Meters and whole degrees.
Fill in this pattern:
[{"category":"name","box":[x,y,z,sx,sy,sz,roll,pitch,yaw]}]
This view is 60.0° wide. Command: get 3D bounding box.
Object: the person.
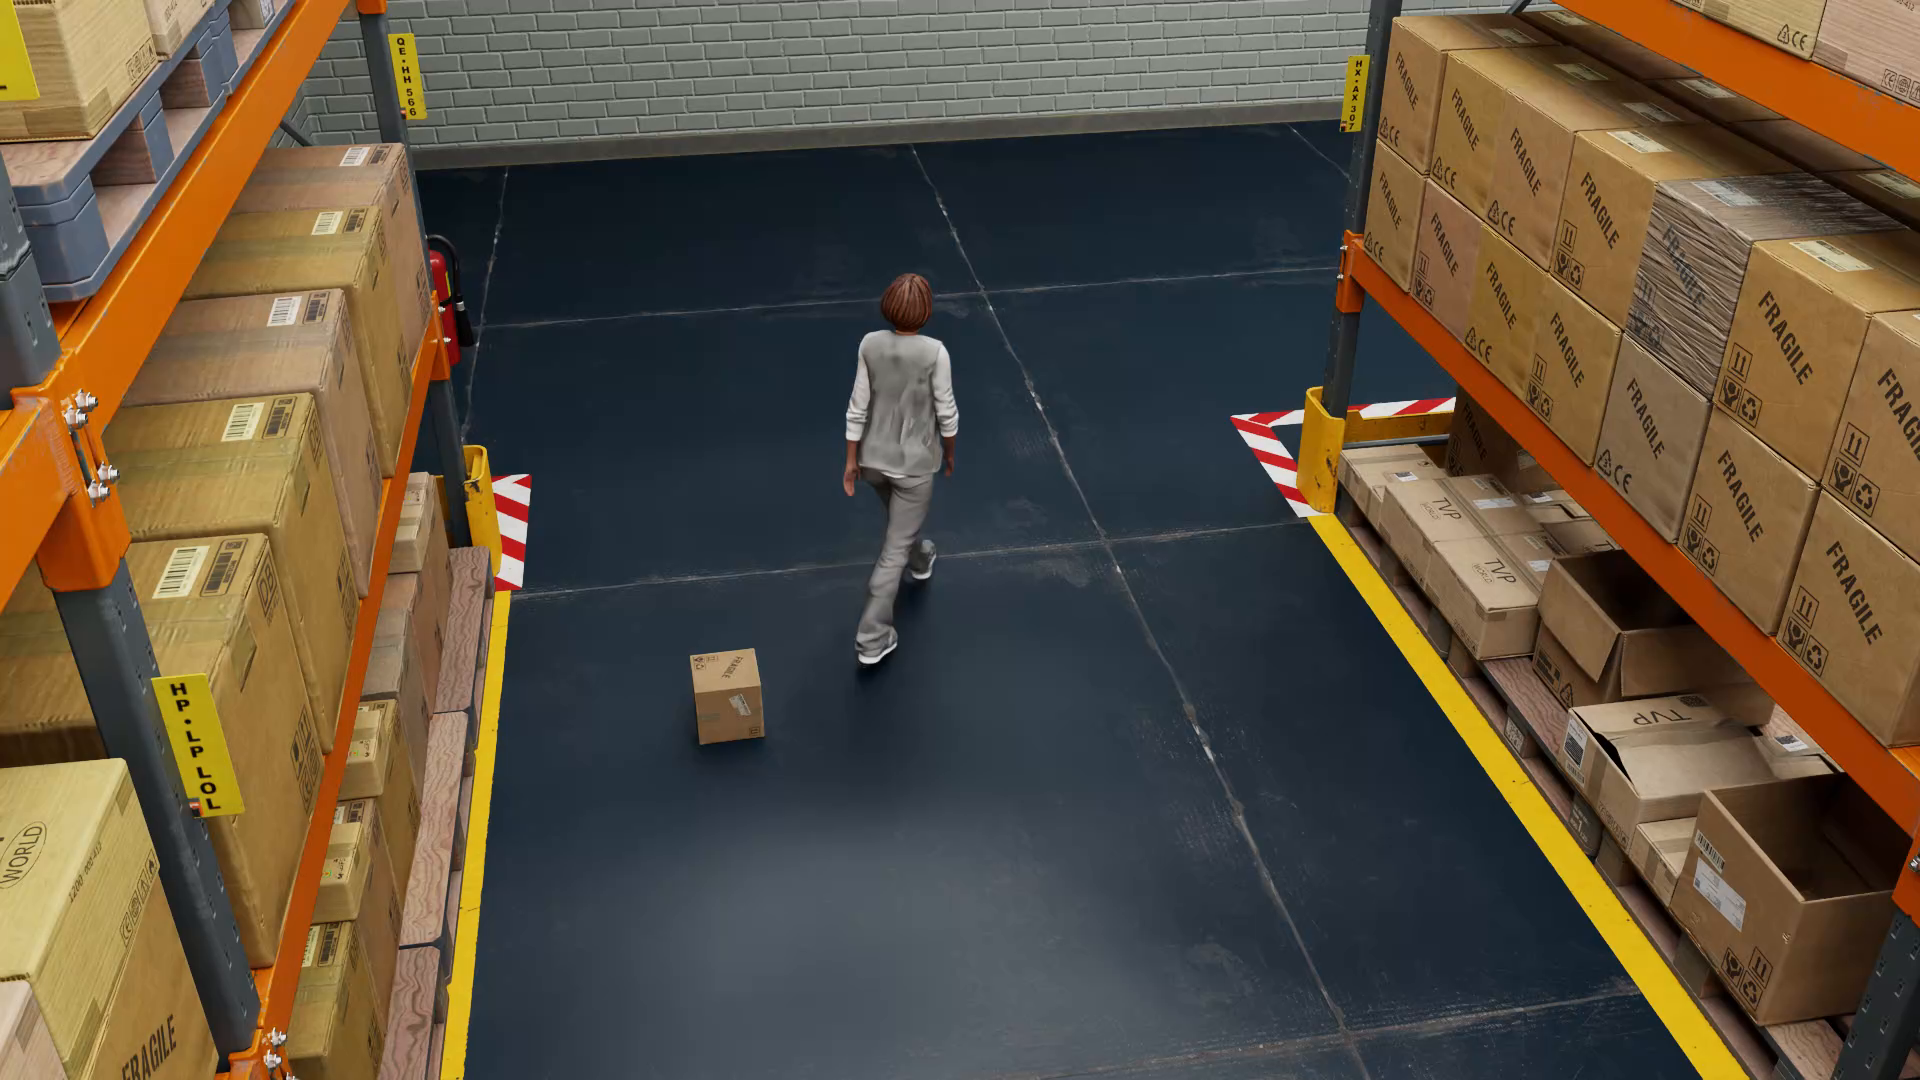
[{"category":"person","box":[-0.205,-0.348,6.706,0.421,1.533,0.952,13,34,21]}]
